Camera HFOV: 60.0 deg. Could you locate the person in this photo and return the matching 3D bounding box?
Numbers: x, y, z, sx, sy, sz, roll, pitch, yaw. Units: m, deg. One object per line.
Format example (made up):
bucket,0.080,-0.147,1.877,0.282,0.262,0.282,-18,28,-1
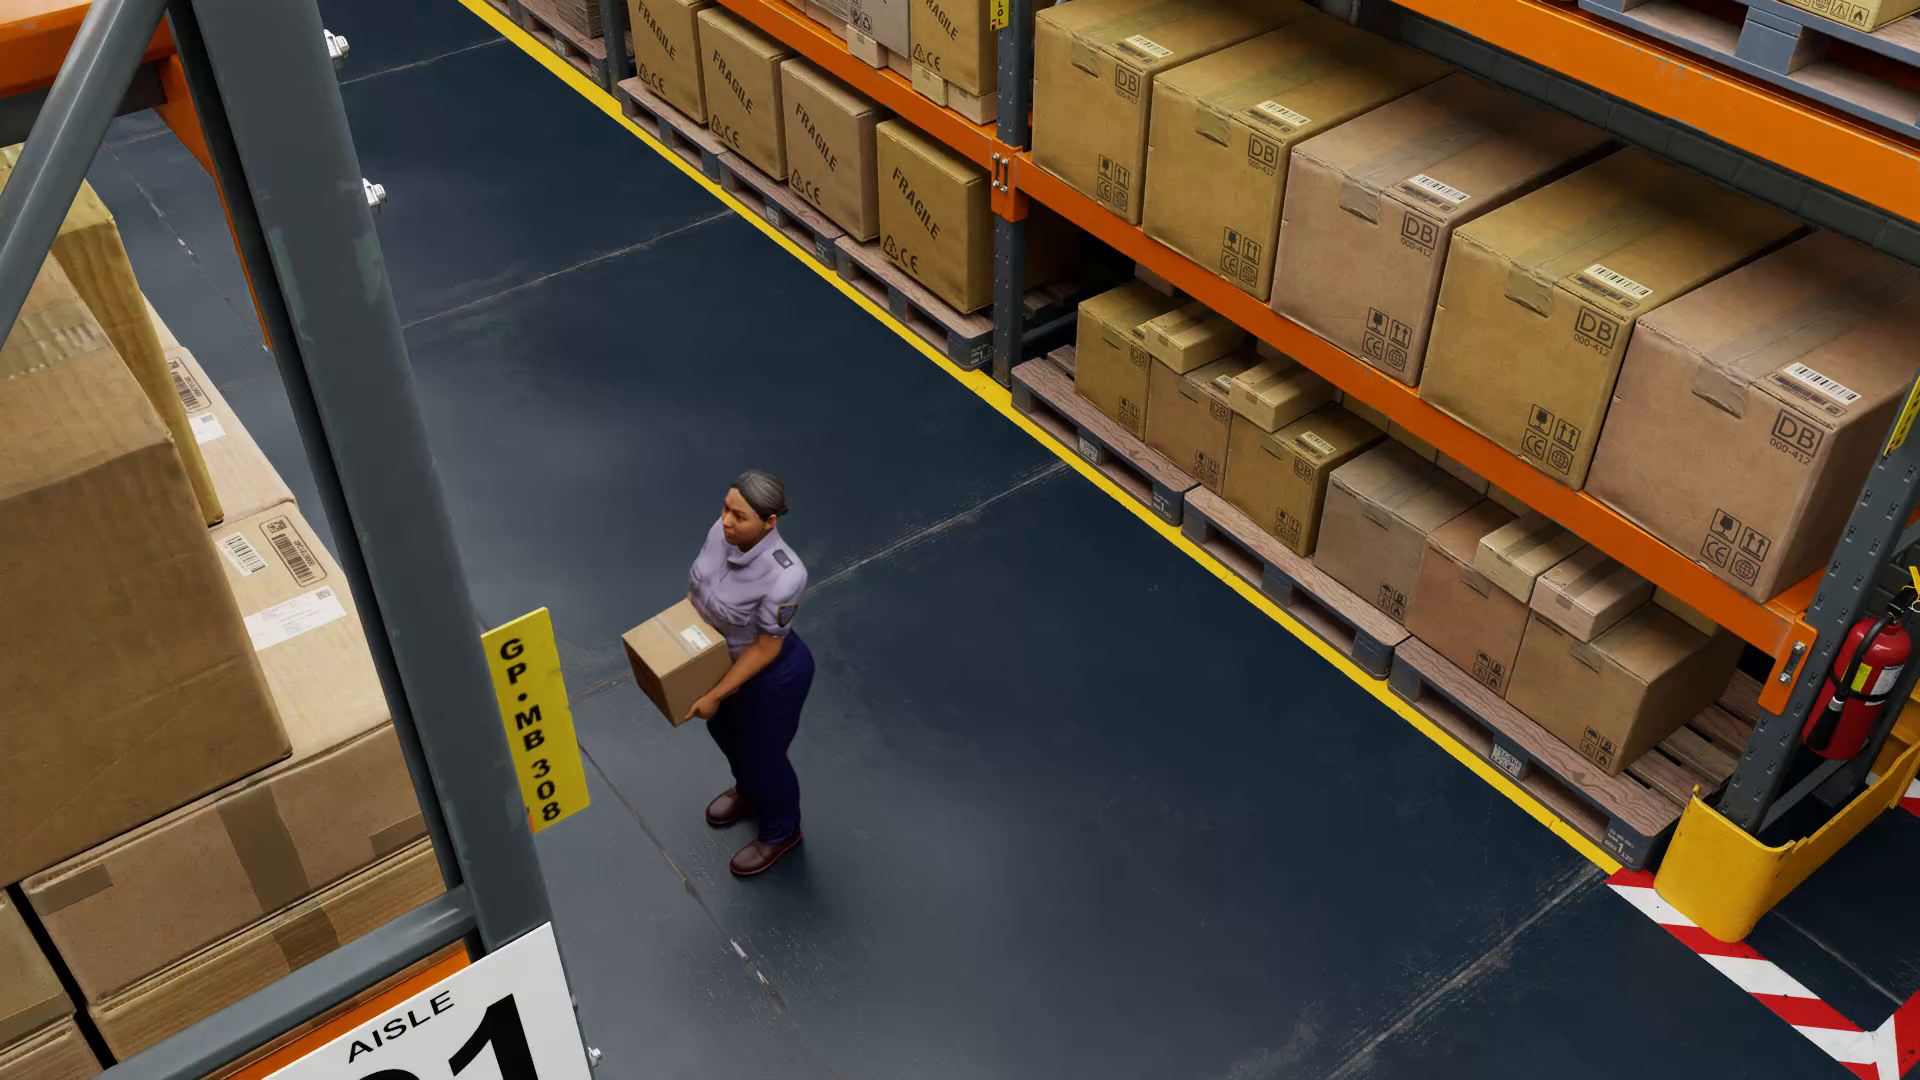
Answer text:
person,-0.762,0.469,5.628,0.515,1.634,0.452,-26,47,-27
